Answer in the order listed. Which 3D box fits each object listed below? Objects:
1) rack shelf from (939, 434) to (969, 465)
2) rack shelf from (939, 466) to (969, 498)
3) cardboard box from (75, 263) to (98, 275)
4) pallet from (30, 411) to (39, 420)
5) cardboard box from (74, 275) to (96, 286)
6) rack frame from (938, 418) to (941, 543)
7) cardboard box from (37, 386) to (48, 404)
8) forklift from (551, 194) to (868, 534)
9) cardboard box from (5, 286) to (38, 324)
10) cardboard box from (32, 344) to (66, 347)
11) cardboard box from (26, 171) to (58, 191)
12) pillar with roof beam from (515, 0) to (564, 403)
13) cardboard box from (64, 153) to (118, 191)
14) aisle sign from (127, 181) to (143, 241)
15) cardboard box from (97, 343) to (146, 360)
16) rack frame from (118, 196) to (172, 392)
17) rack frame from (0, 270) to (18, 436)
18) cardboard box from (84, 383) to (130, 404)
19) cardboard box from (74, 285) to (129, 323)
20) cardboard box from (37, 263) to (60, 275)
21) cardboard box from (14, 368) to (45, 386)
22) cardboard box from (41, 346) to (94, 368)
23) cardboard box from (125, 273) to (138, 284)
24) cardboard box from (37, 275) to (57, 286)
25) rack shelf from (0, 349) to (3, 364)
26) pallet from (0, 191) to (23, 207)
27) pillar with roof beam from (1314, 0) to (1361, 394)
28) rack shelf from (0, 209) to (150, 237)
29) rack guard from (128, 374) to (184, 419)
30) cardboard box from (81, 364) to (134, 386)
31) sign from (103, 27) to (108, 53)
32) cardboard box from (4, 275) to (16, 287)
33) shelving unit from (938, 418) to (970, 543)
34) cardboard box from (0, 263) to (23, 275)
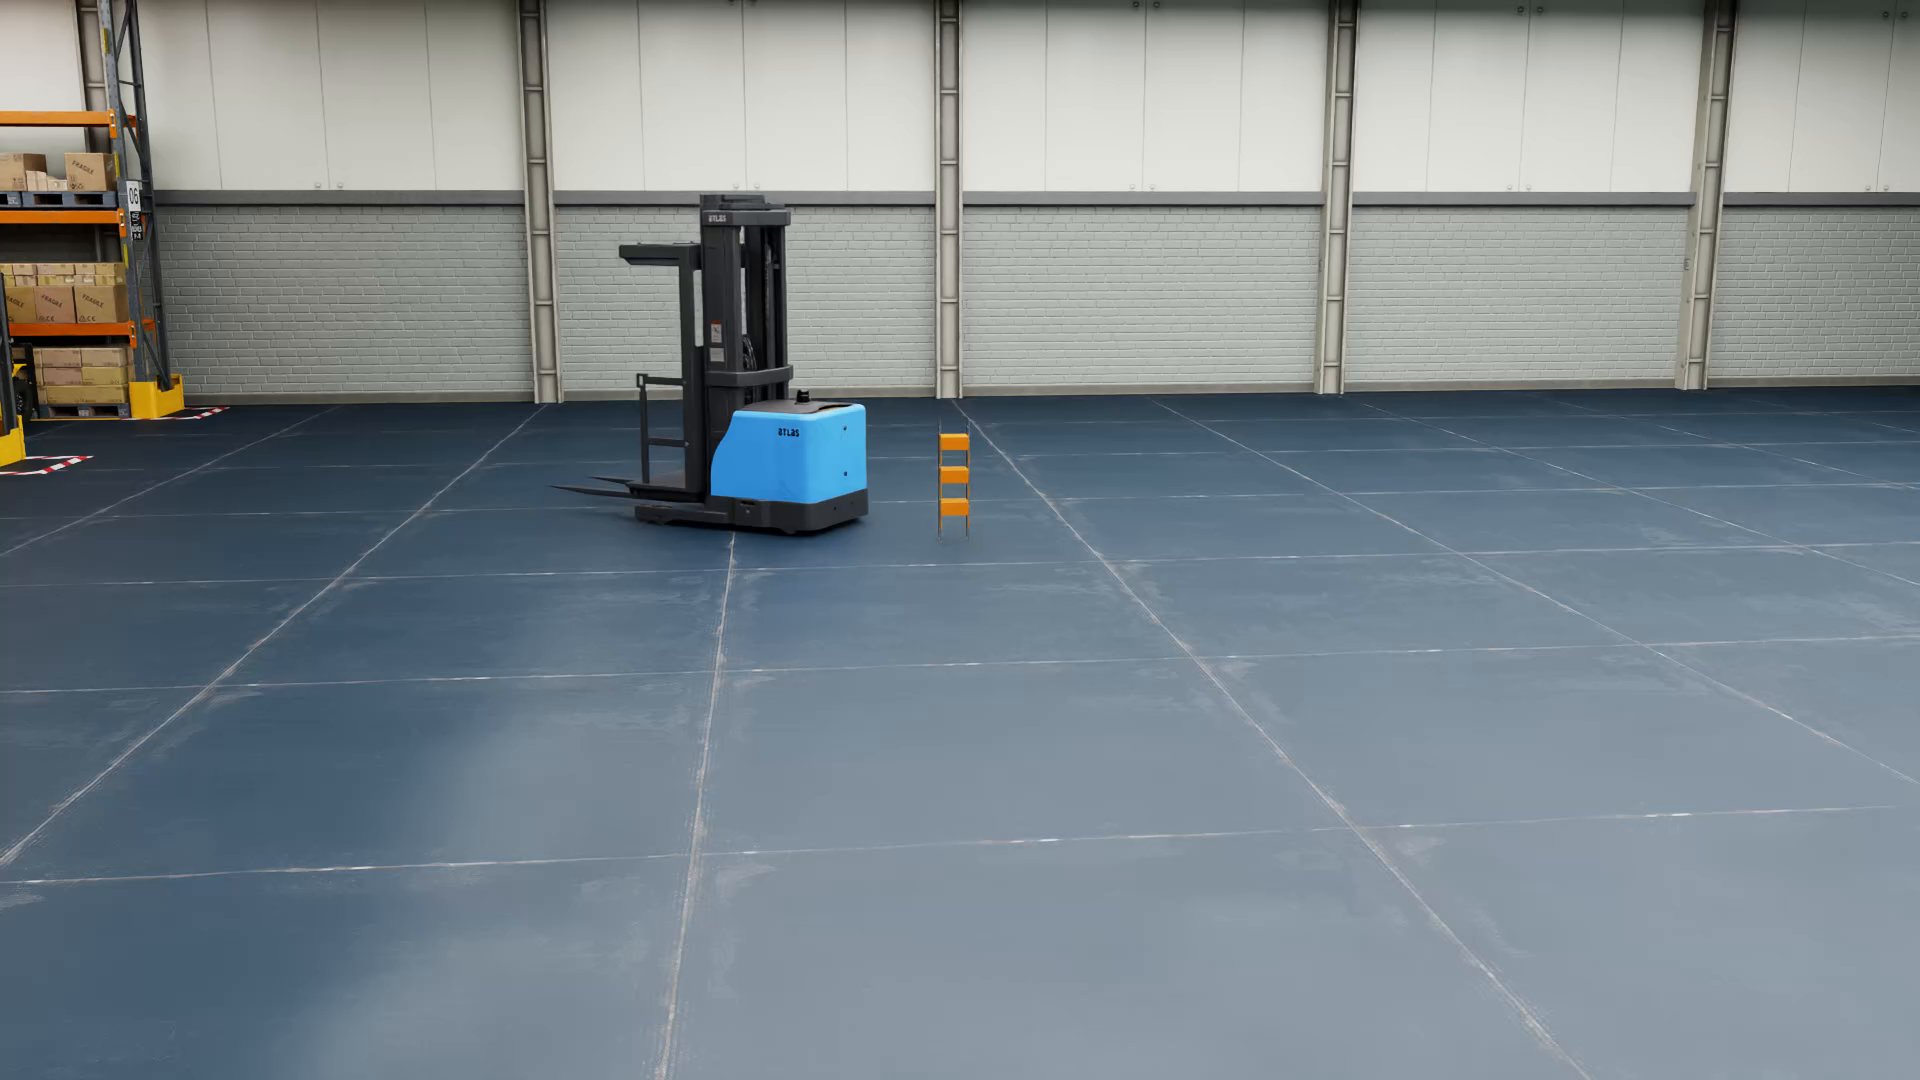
[{"bbox_3d":[-0.053,-0.782,14.208,0.240,0.259,0.215,-1,11,-6],"label":"rack shelf"},{"bbox_3d":[-0.053,-0.504,14.263,0.240,0.259,0.215,-1,11,-6],"label":"rack shelf"},{"bbox_3d":[-11.889,-3.707,22.737,0.250,0.149,0.380,-1,11,-6],"label":"cardboard box"},{"bbox_3d":[-13.280,-1.836,23.159,1.213,0.211,1.003,-1,11,-6],"label":"pallet"},{"bbox_3d":[-11.879,-3.548,22.699,0.250,0.149,0.380,-1,11,-5],"label":"cardboard box"},{"bbox_3d":[-0.174,-0.511,14.248,0.008,1.050,0.200,-1,11,-6],"label":"rack frame"},{"bbox_3d":[-12.741,-2.022,22.917,0.500,0.250,0.500,-1,11,-5],"label":"cardboard box"},{"bbox_3d":[-2.393,-1.660,15.214,3.031,2.935,1.130,5,12,26],"label":"forklift"},{"bbox_3d":[-12.801,-3.221,22.719,0.500,0.500,0.500,-1,11,-7],"label":"cardboard box"},{"bbox_3d":[-12.807,-2.607,23.301,0.500,0.250,0.500,-1,11,-6],"label":"cardboard box"},{"bbox_3d":[-12.357,-4.833,22.400,0.258,0.266,0.396,-1,11,-6],"label":"cardboard box"},{"bbox_3d":[-5.674,-5.654,19.801,0.400,9.000,9.100,-1,11,-6],"label":"pillar with roof beam"},{"bbox_3d":[-11.728,-4.973,22.504,0.500,0.500,0.500,-1,11,-4],"label":"cardboard box"},{"bbox_3d":[-11.217,-4.473,22.608,0.004,0.787,0.394,-1,11,-6],"label":"aisle sign"},{"bbox_3d":[-11.812,-2.627,23.400,0.500,0.250,0.500,-1,11,-7],"label":"cardboard box"},{"bbox_3d":[-11.314,-3.253,23.138,0.127,3.000,1.000,-1,11,-6],"label":"rack frame"},{"bbox_3d":[-10.774,-2.301,18.296,0.127,3.000,1.000,-1,11,-6],"label":"rack frame"},{"bbox_3d":[-11.747,-2.039,23.005,0.500,0.250,0.500,-1,11,-6],"label":"cardboard box"},{"bbox_3d":[-11.775,-3.241,22.820,0.500,0.500,0.500,-1,11,-7],"label":"cardboard box"},{"bbox_3d":[-12.402,-3.706,22.729,0.250,0.149,0.380,-1,11,-6],"label":"cardboard box"},{"bbox_3d":[-12.775,-2.262,22.840,0.500,0.250,0.500,-1,11,-7],"label":"cardboard box"},{"bbox_3d":[-12.245,-2.519,22.853,0.500,0.250,0.500,-1,11,-5],"label":"cardboard box"},{"bbox_3d":[-11.679,-3.663,23.283,0.250,0.149,0.380,-1,11,-8],"label":"cardboard box"},{"bbox_3d":[-12.391,-3.552,22.717,0.250,0.149,0.380,-1,11,-6],"label":"cardboard box"},{"bbox_3d":[-12.762,-1.906,18.154,4.000,0.370,1.077,-1,11,-6],"label":"rack shelf"},{"bbox_3d":[-13.235,-4.645,22.675,1.213,0.211,1.003,-1,11,-6],"label":"pallet"},{"bbox_3d":[6.256,-5.904,21.072,0.400,9.000,9.100,-1,11,-6],"label":"pillar with roof beam"},{"bbox_3d":[-13.302,-4.330,22.706,4.000,0.370,1.077,-1,11,-6],"label":"rack shelf"},{"bbox_3d":[-11.290,-2.027,23.382,0.348,0.500,1.175,-1,11,-6],"label":"rack guard"},{"bbox_3d":[-11.764,-2.285,22.958,0.500,0.250,0.500,-1,11,-7],"label":"cardboard box"},{"bbox_3d":[-11.269,-6.589,21.931,0.005,0.325,0.100,-1,11,-6],"label":"sign"},{"bbox_3d":[-12.901,-3.528,22.596,0.250,0.149,0.380,-1,11,-6],"label":"cardboard box"},{"bbox_3d":[-0.053,-0.514,14.261,0.252,1.050,0.215,-1,11,-6],"label":"shelving unit"},{"bbox_3d":[-12.905,-3.672,22.560,0.250,0.149,0.380,-1,11,-5],"label":"cardboard box"}]
